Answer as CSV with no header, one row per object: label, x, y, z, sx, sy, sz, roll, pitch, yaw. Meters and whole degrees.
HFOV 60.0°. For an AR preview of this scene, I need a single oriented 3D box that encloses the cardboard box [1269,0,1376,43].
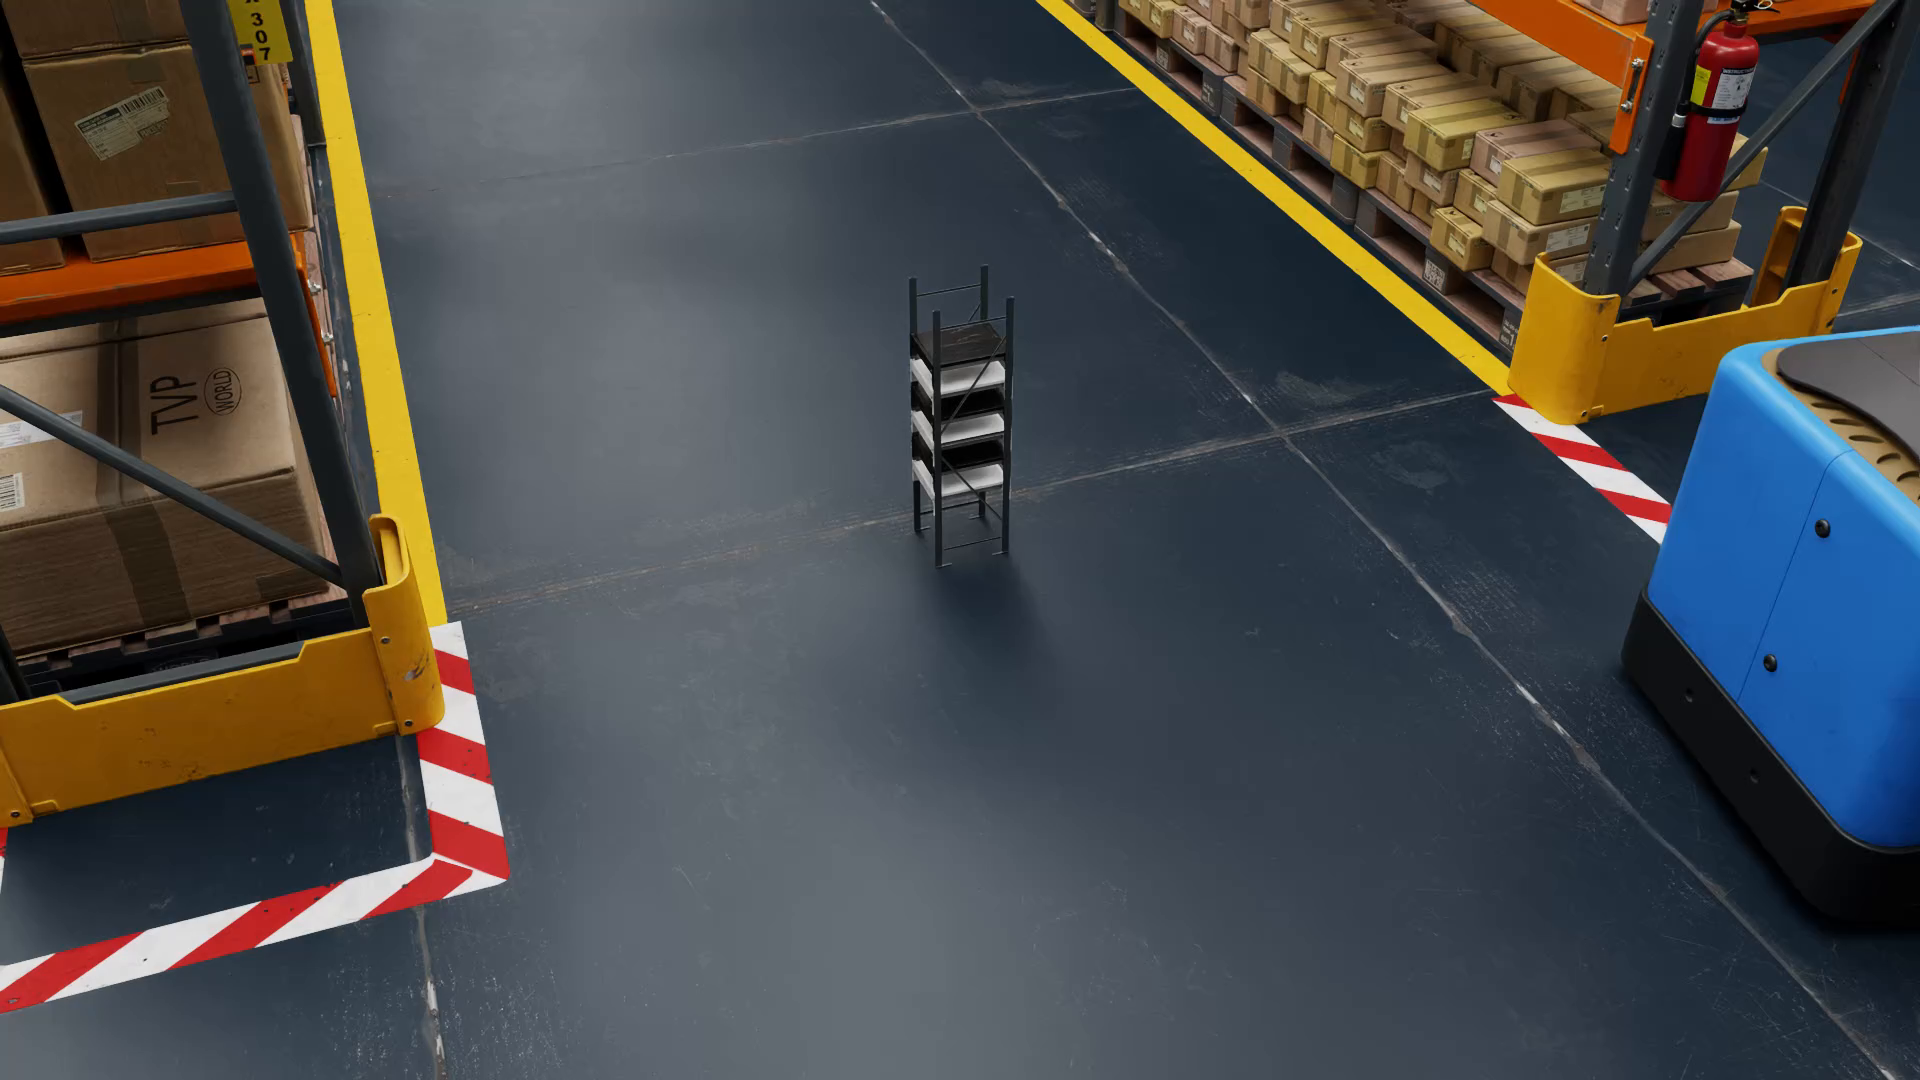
cardboard box,1.600,-2.308,7.346,0.380,0.149,0.250,-14,39,-18

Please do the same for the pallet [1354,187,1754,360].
pallet,2.315,-1.155,6.608,1.003,0.211,1.213,-12,39,-16

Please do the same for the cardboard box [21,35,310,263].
cardboard box,-1.921,-1.048,4.065,0.500,0.500,0.500,-13,39,-16

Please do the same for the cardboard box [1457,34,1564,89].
cardboard box,2.302,-1.974,6.903,0.380,0.149,0.250,-11,38,-14

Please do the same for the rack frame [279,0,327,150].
rack frame,-3.402,-2.937,6.656,1.000,3.000,0.127,-12,39,-16

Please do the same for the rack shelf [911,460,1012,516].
rack shelf,0.003,-0.184,5.102,0.258,0.077,0.200,-12,39,-16

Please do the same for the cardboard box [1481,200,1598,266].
cardboard box,2.138,-1.146,6.052,0.380,0.149,0.250,-13,39,-17

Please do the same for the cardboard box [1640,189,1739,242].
cardboard box,2.648,-1.256,6.198,0.380,0.149,0.250,-11,38,-14

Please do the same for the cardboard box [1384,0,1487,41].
cardboard box,2.078,-2.254,7.275,0.380,0.149,0.250,-12,39,-16

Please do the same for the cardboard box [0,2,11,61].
cardboard box,-2.415,-1.340,3.621,0.500,0.500,0.500,-11,38,-14

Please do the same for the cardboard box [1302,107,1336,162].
cardboard box,1.698,-1.760,7.115,0.380,0.149,0.250,-12,39,-15

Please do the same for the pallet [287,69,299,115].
pallet,-3.739,-2.244,8.053,1.003,0.211,1.213,-12,39,-16

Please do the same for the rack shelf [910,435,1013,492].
rack shelf,0.003,-0.256,5.047,0.258,0.077,0.200,-12,39,-16

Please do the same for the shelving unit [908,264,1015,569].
shelving unit,0.003,-0.355,4.973,0.258,0.900,0.210,-12,39,-16

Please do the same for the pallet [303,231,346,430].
pallet,-2.790,-0.687,5.987,1.003,0.211,1.213,-12,39,-16

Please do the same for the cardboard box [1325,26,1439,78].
cardboard box,1.765,-2.018,6.962,0.380,0.149,0.250,-14,39,-17

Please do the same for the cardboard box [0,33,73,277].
cardboard box,-2.440,-0.935,3.915,0.500,0.500,0.500,-12,39,-16

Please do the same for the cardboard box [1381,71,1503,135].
cardboard box,1.897,-1.706,6.548,0.380,0.149,0.250,-14,39,-18

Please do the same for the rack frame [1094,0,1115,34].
rack frame,1.211,-4.019,8.093,1.000,3.000,0.127,-12,39,-16

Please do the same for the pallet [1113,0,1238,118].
pallet,1.475,-2.533,8.438,1.003,0.211,1.213,-12,39,-16

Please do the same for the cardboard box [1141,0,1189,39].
cardboard box,1.126,-2.626,8.263,0.380,0.149,0.250,-11,38,-15

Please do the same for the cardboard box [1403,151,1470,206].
cardboard box,1.957,-1.439,6.441,0.380,0.149,0.250,-14,39,-18

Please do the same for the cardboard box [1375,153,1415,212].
cardboard box,1.919,-1.471,6.730,0.380,0.149,0.250,-12,39,-15

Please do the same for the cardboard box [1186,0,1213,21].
cardboard box,1.324,-2.641,8.037,0.380,0.149,0.250,-13,39,-16

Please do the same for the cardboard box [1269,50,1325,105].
cardboard box,1.575,-2.028,7.222,0.380,0.149,0.250,-12,39,-15

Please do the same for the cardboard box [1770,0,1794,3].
cardboard box,2.783,-1.910,5.501,0.380,0.149,0.250,-13,39,-16

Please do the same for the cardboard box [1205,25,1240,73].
cardboard box,1.394,-2.363,7.914,0.380,0.149,0.250,-13,39,-17

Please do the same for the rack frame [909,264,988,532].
rack frame,-0.032,-0.412,5.049,0.240,0.900,0.006,-12,39,-16

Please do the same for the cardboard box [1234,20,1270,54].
cardboard box,1.487,-2.328,7.621,0.380,0.149,0.250,-11,38,-14

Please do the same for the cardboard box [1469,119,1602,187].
cardboard box,2.135,-1.426,6.177,0.380,0.149,0.250,-12,39,-15

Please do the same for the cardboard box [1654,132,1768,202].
cardboard box,2.726,-1.392,6.131,0.380,0.149,0.250,-14,39,-18

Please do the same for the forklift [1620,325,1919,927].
forklift,3.428,-0.683,3.721,3.031,2.935,1.130,-7,38,-9

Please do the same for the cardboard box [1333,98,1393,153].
cardboard box,1.767,-1.729,6.826,0.380,0.149,0.250,-12,39,-15

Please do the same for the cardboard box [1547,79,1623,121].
cardboard box,2.552,-1.692,6.529,0.380,0.149,0.250,-13,39,-16

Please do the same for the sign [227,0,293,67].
sign,-1.503,-1.166,3.520,0.100,0.325,0.005,-12,39,-16

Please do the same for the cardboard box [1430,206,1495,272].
cardboard box,2.027,-1.167,6.327,0.380,0.149,0.250,-11,38,-15

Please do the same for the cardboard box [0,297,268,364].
cardboard box,-2.670,-0.689,5.452,0.875,0.438,0.875,-11,38,-15

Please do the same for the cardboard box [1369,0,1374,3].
cardboard box,1.991,-2.567,7.690,0.380,0.149,0.250,-14,39,-18

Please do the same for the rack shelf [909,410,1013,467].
rack shelf,0.003,-0.328,4.993,0.258,0.077,0.200,-12,39,-16

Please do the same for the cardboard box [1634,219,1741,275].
cardboard box,2.707,-1.151,6.305,0.380,0.149,0.250,-12,39,-15

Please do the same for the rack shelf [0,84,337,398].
rack shelf,-2.714,-1.520,5.373,1.077,0.370,4.000,-12,39,-16

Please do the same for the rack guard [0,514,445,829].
rack guard,-2.017,0.335,4.390,1.175,0.500,0.348,-12,39,-16

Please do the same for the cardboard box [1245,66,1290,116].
cardboard box,1.519,-2.051,7.501,0.380,0.149,0.250,-13,39,-17
